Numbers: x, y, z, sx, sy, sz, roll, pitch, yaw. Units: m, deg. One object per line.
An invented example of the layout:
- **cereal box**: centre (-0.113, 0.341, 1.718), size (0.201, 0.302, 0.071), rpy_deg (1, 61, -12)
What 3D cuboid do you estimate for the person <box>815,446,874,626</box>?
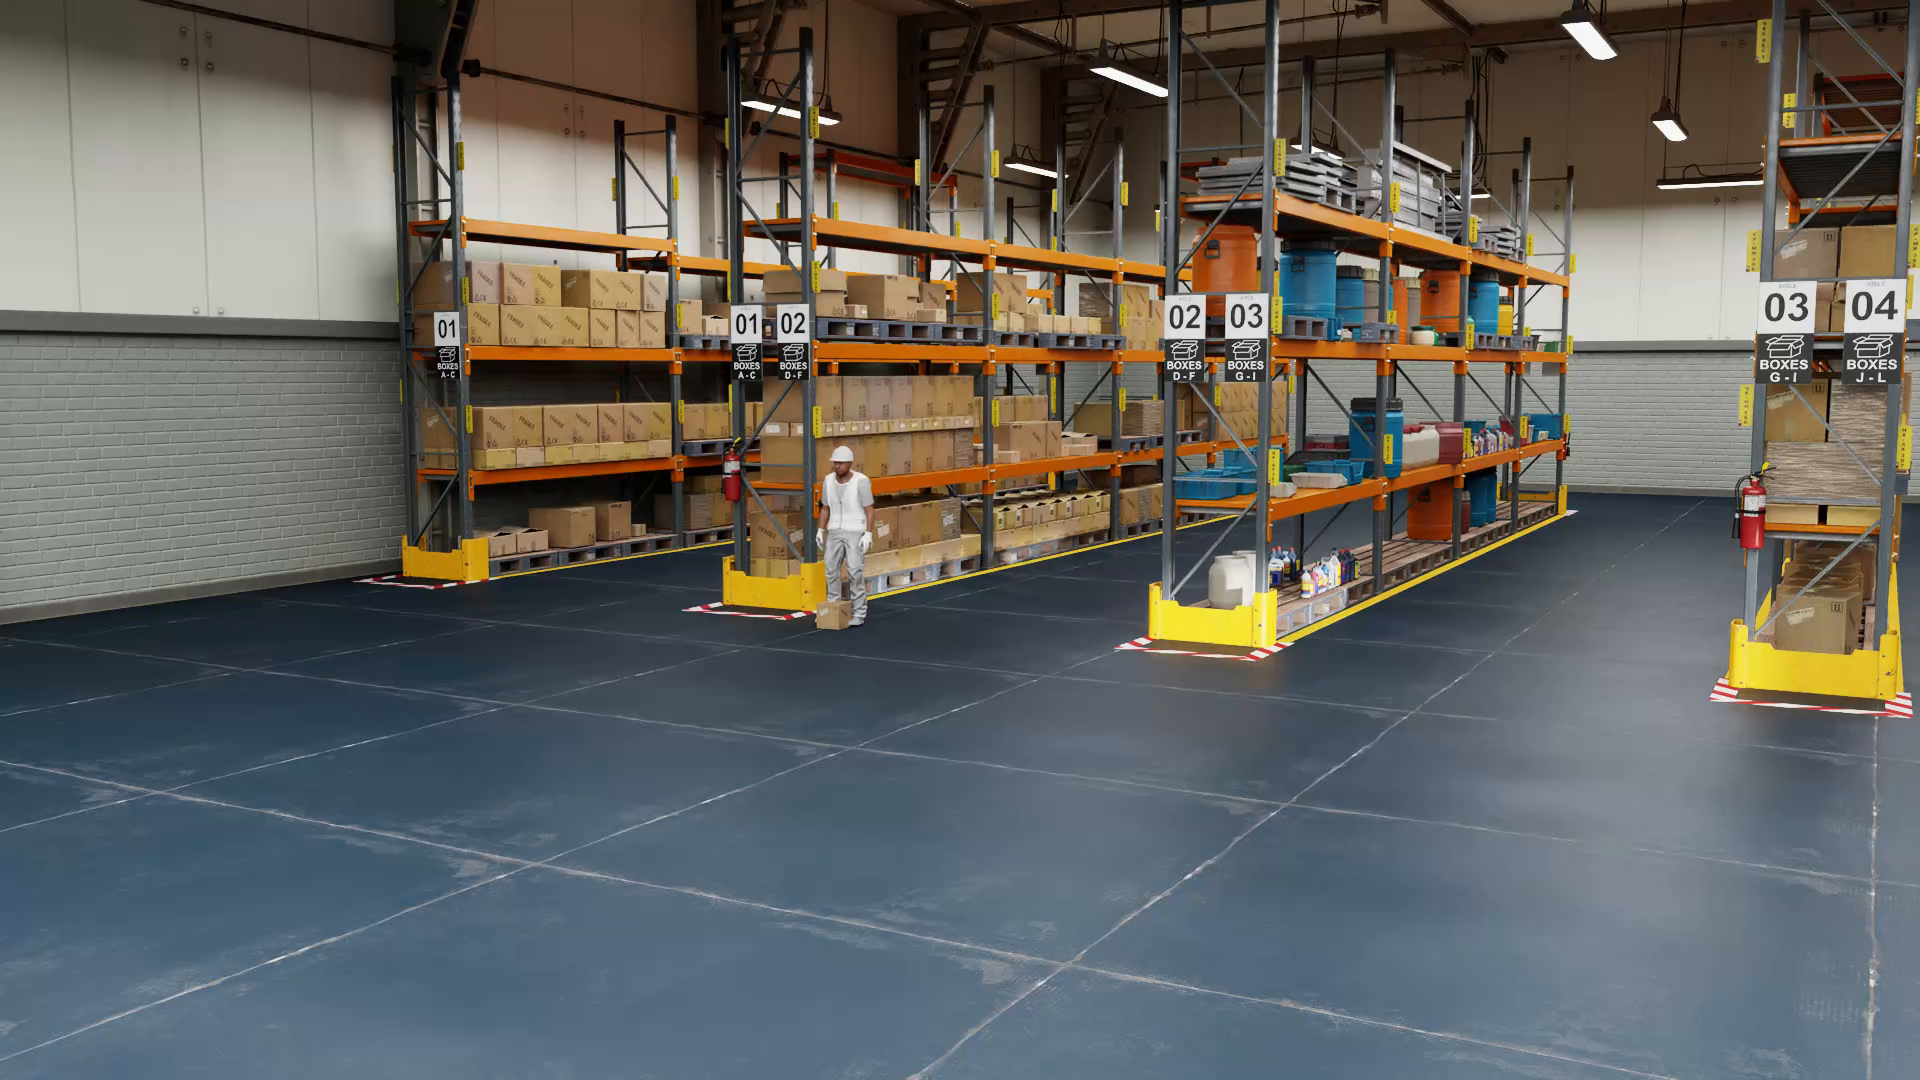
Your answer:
- **person**: centre (-1.140, -0.044, 16.452), size (0.620, 1.774, 0.453), rpy_deg (3, 7, 28)
